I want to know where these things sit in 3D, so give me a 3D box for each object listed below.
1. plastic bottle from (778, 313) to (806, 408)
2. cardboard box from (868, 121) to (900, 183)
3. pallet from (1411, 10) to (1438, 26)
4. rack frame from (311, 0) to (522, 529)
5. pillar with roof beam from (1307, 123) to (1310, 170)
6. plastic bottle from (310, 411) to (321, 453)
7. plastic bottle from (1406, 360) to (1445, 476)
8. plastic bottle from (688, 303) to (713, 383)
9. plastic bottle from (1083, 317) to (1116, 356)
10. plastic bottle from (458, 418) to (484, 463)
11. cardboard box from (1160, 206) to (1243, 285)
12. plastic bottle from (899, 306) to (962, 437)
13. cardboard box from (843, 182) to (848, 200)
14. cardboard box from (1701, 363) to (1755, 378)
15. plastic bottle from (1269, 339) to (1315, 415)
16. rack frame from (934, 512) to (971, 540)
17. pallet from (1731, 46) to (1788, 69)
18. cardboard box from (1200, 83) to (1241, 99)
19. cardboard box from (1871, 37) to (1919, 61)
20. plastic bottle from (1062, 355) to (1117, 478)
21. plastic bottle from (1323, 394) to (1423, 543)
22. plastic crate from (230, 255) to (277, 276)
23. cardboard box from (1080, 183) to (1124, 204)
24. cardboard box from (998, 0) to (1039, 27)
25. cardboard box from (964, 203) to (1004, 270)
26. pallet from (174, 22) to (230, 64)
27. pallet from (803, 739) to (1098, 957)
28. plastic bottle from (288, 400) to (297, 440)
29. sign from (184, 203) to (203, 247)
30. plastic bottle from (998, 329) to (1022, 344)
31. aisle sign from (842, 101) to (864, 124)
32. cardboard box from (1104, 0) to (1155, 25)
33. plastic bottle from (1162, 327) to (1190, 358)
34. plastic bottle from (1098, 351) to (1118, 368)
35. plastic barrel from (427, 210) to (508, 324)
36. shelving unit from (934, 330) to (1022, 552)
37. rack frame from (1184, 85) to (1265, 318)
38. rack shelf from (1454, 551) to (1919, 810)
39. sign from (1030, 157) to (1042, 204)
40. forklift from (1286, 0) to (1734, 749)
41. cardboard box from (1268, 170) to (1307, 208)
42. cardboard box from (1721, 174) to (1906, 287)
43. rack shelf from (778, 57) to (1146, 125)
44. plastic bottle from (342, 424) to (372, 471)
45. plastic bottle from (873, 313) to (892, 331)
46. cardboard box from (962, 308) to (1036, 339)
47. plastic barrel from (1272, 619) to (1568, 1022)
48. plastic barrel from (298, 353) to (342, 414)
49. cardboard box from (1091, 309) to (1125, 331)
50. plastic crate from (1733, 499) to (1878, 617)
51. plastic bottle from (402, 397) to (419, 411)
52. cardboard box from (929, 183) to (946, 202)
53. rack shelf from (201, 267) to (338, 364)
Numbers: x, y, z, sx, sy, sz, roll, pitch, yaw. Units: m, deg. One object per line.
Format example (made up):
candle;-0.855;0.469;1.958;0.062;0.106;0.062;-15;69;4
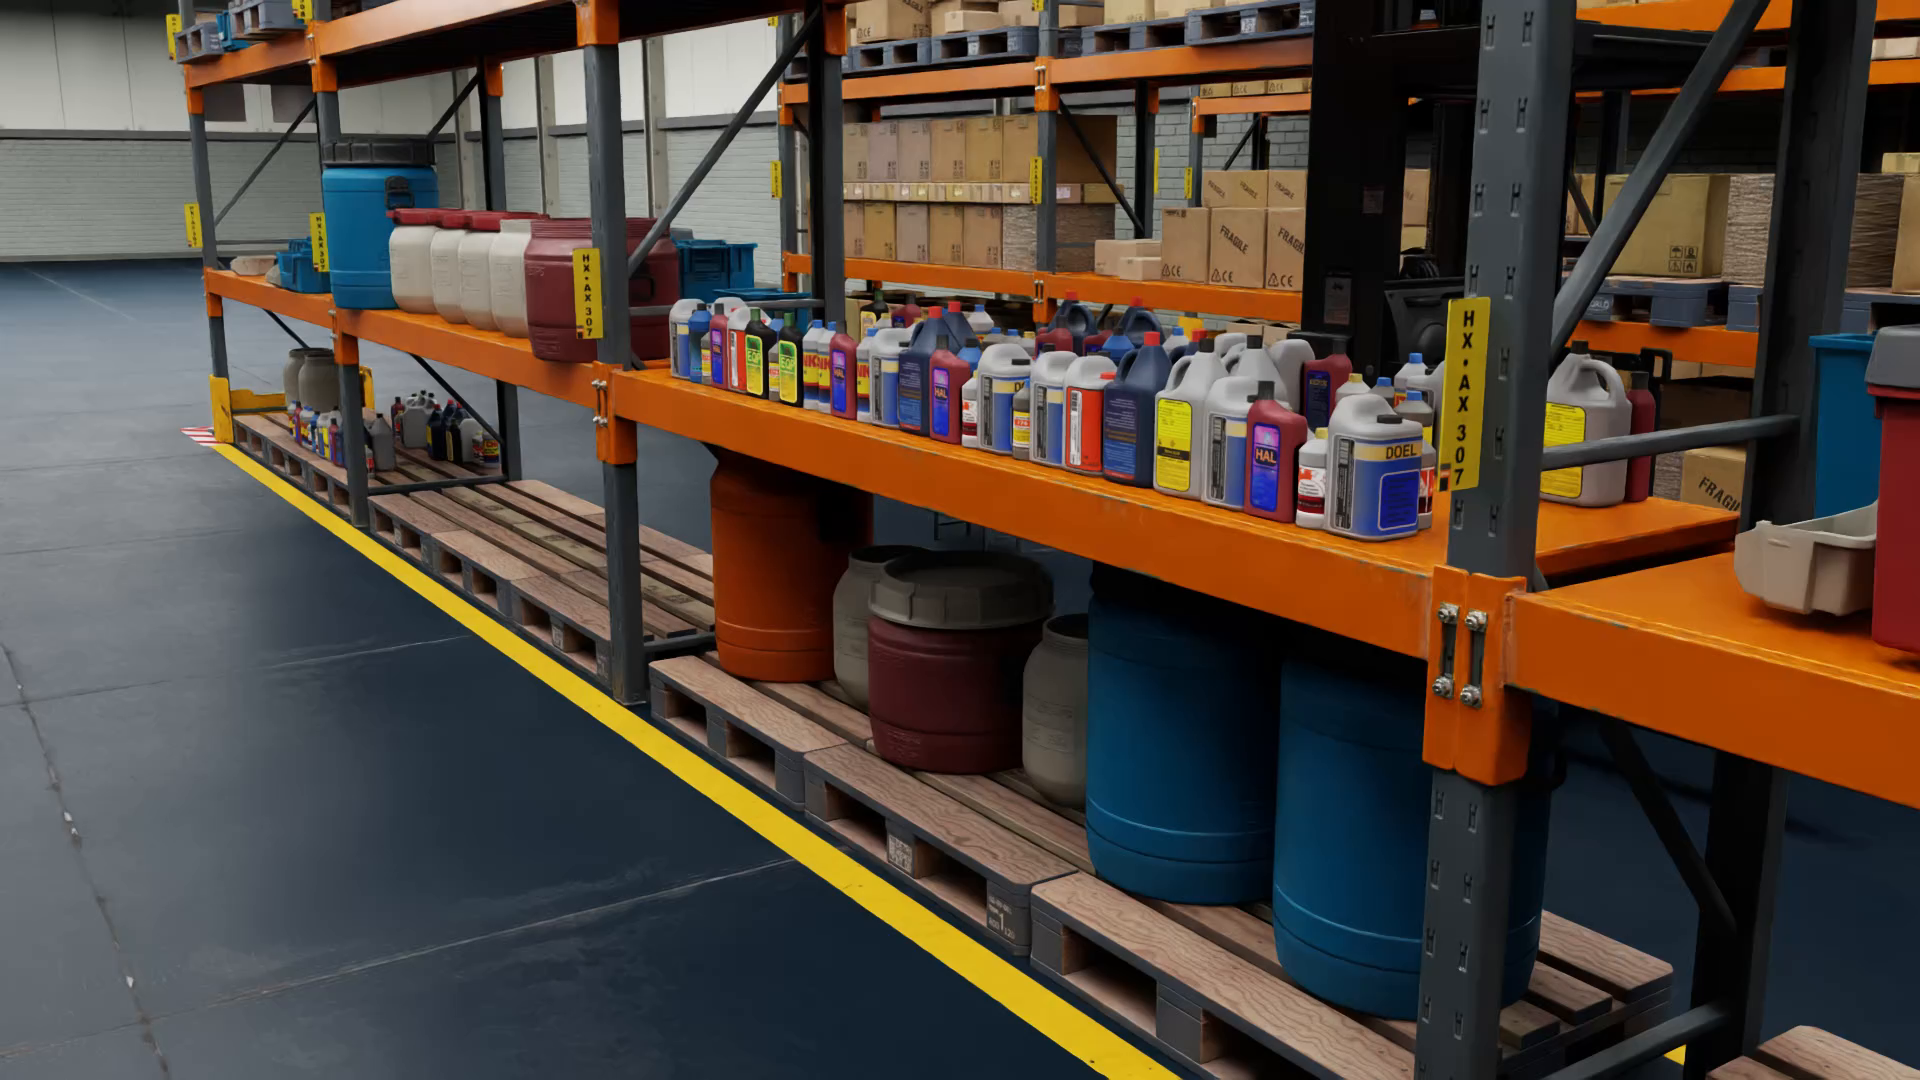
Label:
plastic bottle;-0.513;-0.562;5.182;0.061;0.283;0.133;-8;15;-33
cardboard box;-0.358;-3.301;14.165;0.700;0.500;0.500;-8;15;-33
pallet;2.771;-2.955;9.275;1.213;0.211;1.003;-7;14;-30
rack frame;-3.121;-1.598;9.647;1.000;3.000;0.127;-8;15;-33
pillar with roof beam;0.435;-5.881;15.190;9.100;9.000;0.400;-8;15;-33
plastic bottle;-4.234;-0.717;10.977;0.097;0.271;0.097;0;12;0
plastic bottle;1.170;-0.307;4.034;0.152;0.276;0.135;-8;15;-33
plastic bottle;-0.892;-0.685;5.772;0.097;0.271;0.097;0;12;0
plastic bottle;0.434;-0.541;5.087;0.061;0.283;0.133;-8;15;-33
plastic bottle;-3.134;-0.645;10.636;0.152;0.276;0.135;-7;14;-31
cardboard box;1.709;-2.000;11.253;0.500;0.500;0.500;-7;14;-29
plastic bottle;-0.080;-0.472;4.613;0.144;0.351;0.185;-8;15;-33
cardboard box;-0.887;-3.074;14.646;0.380;0.149;0.250;-8;15;-33
cardboard box;6.413;-1.365;13.404;0.700;0.500;0.500;-8;15;-33
plastic bottle;0.859;-0.407;4.490;0.152;0.276;0.135;-8;15;-33
rack frame;-0.043;-0.600;9.297;0.240;1.200;0.015;-8;15;-33
pallet;5.957;-3.838;13.307;1.213;0.211;1.003;-8;15;-33
cardboard box;2.888;-4.917;17.522;0.500;0.500;0.500;-8;14;-31
cardboard box;6.719;-3.587;11.883;0.500;0.311;0.500;-8;15;-33
plastic bottle;0.342;-0.301;4.007;0.152;0.276;0.135;-8;15;-33
plastic bottle;0.824;-0.146;3.300;0.152;0.276;0.135;-8;15;-33
plastic crate;-5.109;-1.983;12.026;0.298;0.136;0.250;-8;15;-33
cardboard box;1.017;-2.620;12.569;0.380;0.149;0.250;-8;15;-33
cardboard box;0.646;-4.096;12.946;0.500;0.311;0.500;-9;15;-36
cardboard box;0.456;-2.404;13.097;0.700;0.500;0.500;-8;15;-33
pallet;-4.960;-3.524;11.874;1.003;0.211;1.213;-8;15;-33
pallet;0.239;0.828;5.082;1.003;0.211;1.213;-8;15;-33
plastic bottle;-4.592;-0.832;11.501;0.097;0.271;0.097;0;12;0
sign;-5.797;-2.380;12.576;0.100;0.325;0.005;-8;15;-33
plastic bottle;0.175;-0.600;5.551;0.097;0.201;0.097;0;12;0
aisle sign;-1.003;-4.211;15.513;0.394;0.787;0.004;-8;15;-33
cardboard box;1.338;-3.670;11.470;0.500;0.250;0.500;-6;14;-27
plastic bottle;0.636;-0.487;4.867;0.097;0.271;0.097;0;12;0
plastic bottle;0.361;-0.341;4.200;0.097;0.271;0.097;0;12;0
plastic barrel;-2.367;-1.338;8.139;0.433;0.535;0.433;0;12;0
shelving unit;0.092;-0.557;9.099;0.258;1.200;0.503;-8;15;-33
rack frame;2.911;-3.482;18.262;1.000;3.000;0.127;-8;15;-33
rack shelf;2.420;0.532;1.591;1.077;0.370;4.000;-8;15;-33
sign;0.544;-2.579;11.923;0.100;0.325;0.005;-8;15;-33
forklift;2.083;-0.811;6.208;1.130;2.935;3.031;-9;15;-35
cardboard box;3.471;-3.483;16.814;0.500;0.500;0.500;-9;15;-35
cardboard box;4.012;-1.442;7.718;0.700;0.500;0.500;-5;13;-22
rack shelf;-0.103;-3.653;13.708;1.077;0.370;4.000;-8;15;-33
plastic bottle;-3.717;-0.599;10.251;0.144;0.351;0.185;-9;15;-34
plastic bottle;-0.276;-0.745;6.214;0.097;0.201;0.097;0;12;0
cardboard box;0.299;-1.559;13.166;0.500;0.500;0.500;-8;15;-33
plastic barrel;1.025;0.546;3.772;0.600;0.901;0.708;-8;15;-33
plastic barrel;-4.631;-1.102;12.220;0.421;0.512;0.421;0;12;0
cardboard box;1.009;-1.531;13.041;0.500;0.500;0.500;-8;15;-33
plastic crate;1.451;0.024;2.707;0.396;0.136;0.243;-8;15;-33
plastic bottle;-3.838;-0.871;11.668;0.152;0.276;0.135;-8;15;-32
cardboard box;-0.026;-2.798;13.384;0.380;0.149;0.250;-8;14;-31
rack shelf;-4.229;-1.602;11.351;1.077;0.370;4.000;-8;15;-33
